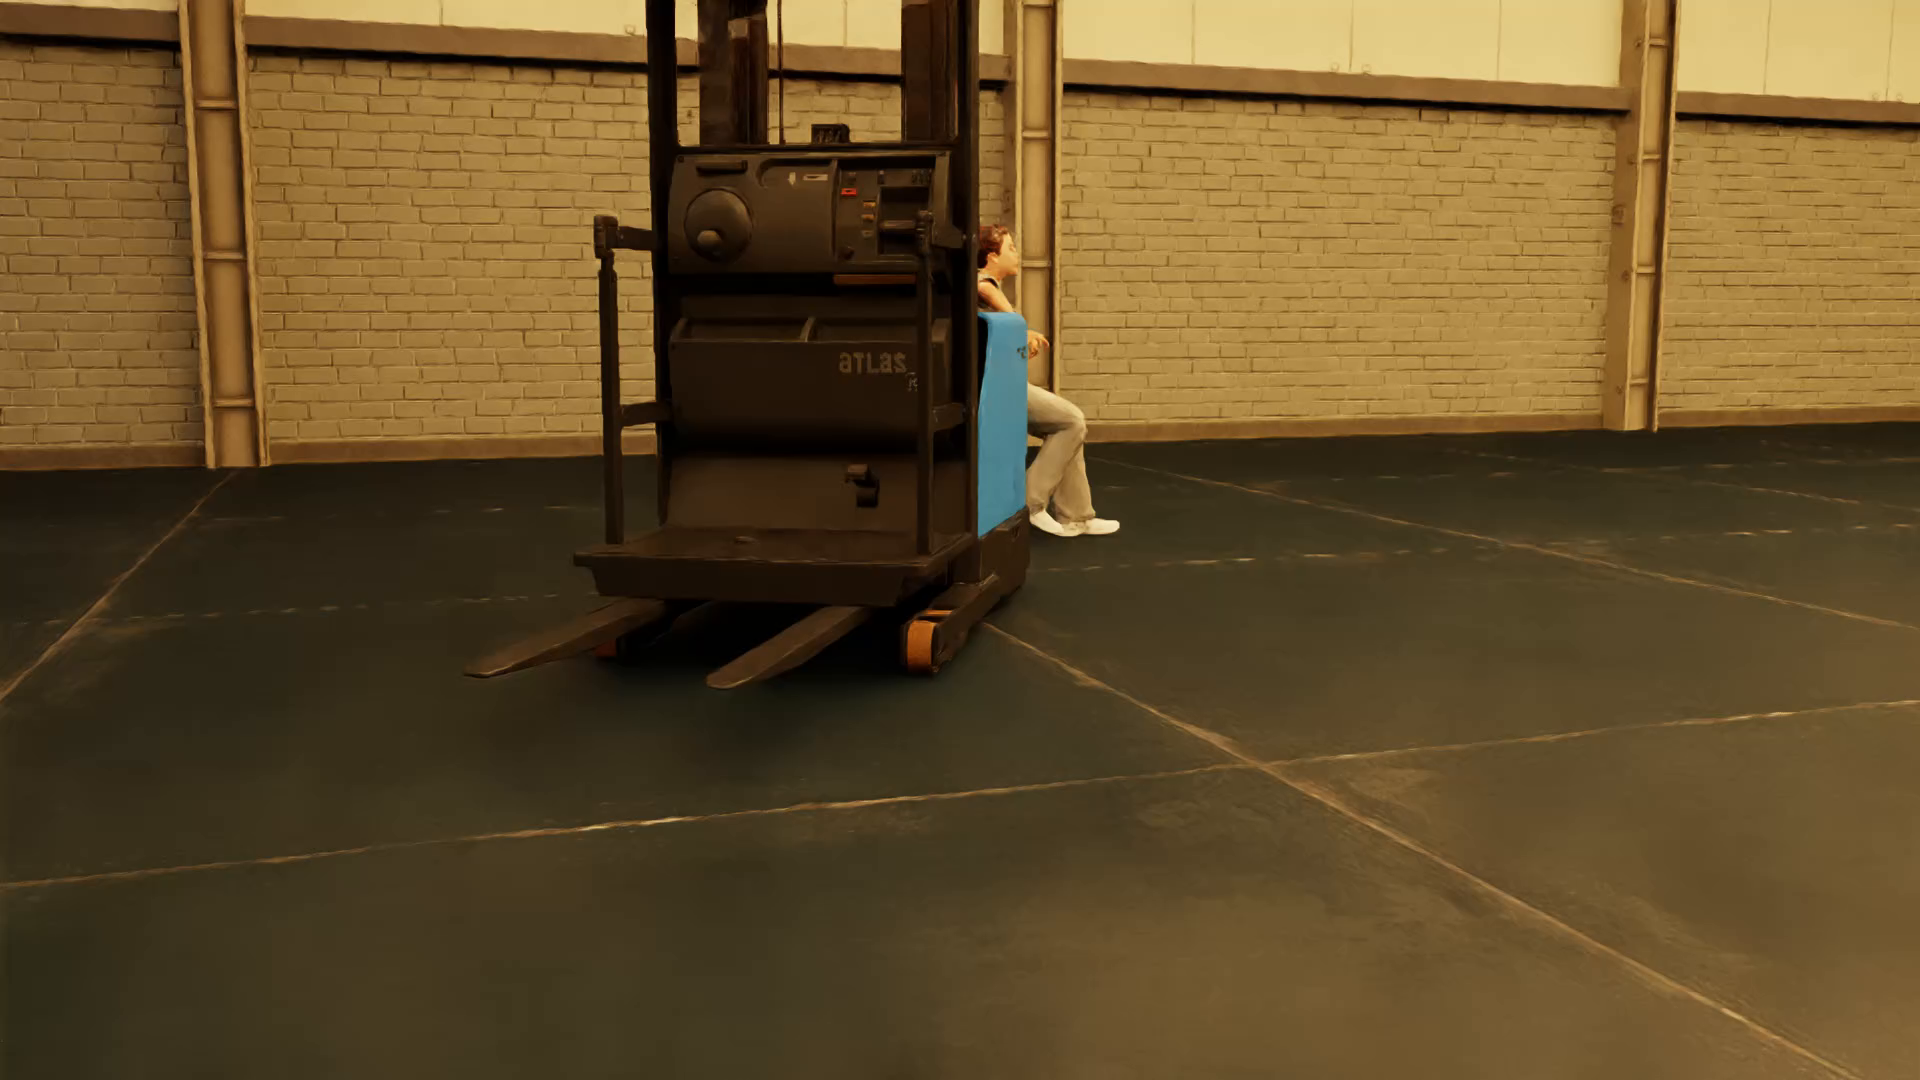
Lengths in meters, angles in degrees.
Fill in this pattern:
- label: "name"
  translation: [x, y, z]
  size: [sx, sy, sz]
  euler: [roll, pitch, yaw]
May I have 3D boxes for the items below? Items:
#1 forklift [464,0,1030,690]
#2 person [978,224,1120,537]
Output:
- label: "forklift"
  translation: [-0.533, -1.104, 5.166]
  size: [1.130, 2.935, 3.031]
  euler: [2, 8, 12]
- label: "person"
  translation: [0.375, -0.735, 7.836]
  size: [0.800, 1.481, 1.082]
  euler: [0, 8, 0]
